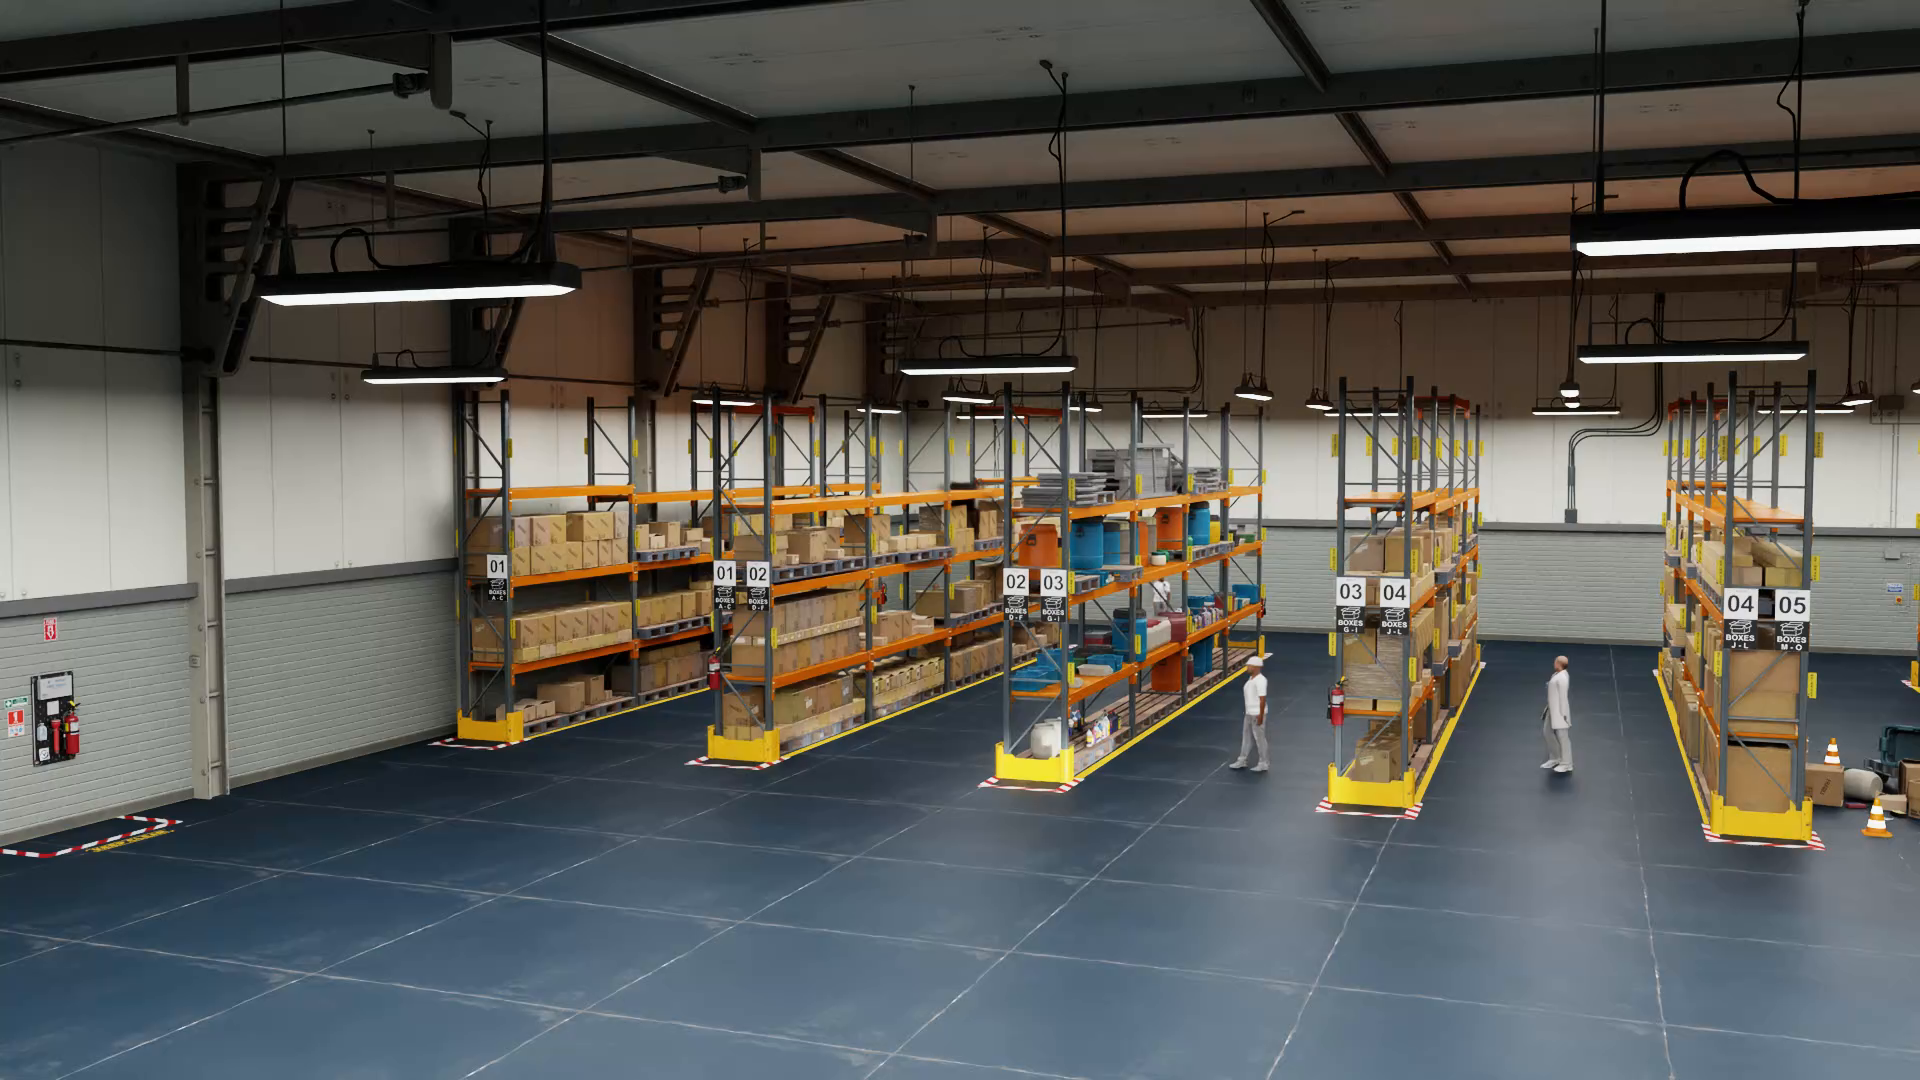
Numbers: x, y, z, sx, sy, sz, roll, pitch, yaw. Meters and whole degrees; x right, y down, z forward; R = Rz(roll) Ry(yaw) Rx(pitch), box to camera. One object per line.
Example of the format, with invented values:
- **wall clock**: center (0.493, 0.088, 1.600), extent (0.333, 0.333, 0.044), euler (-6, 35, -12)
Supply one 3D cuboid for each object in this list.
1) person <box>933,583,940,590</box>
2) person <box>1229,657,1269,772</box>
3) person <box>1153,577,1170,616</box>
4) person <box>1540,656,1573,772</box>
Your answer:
- **person**: center (-0.533, 1.908, 41.334), extent (0.557, 1.662, 0.488), euler (3, 4, 41)
- **person**: center (4.512, 2.702, 25.875), extent (0.583, 1.779, 0.607), euler (0, 3, -5)
- **person**: center (5.448, 1.701, 44.911), extent (0.463, 1.707, 0.484), euler (0, 3, -1)
- **person**: center (9.268, 2.687, 25.819), extent (0.437, 1.809, 0.702), euler (0, 3, 4)
